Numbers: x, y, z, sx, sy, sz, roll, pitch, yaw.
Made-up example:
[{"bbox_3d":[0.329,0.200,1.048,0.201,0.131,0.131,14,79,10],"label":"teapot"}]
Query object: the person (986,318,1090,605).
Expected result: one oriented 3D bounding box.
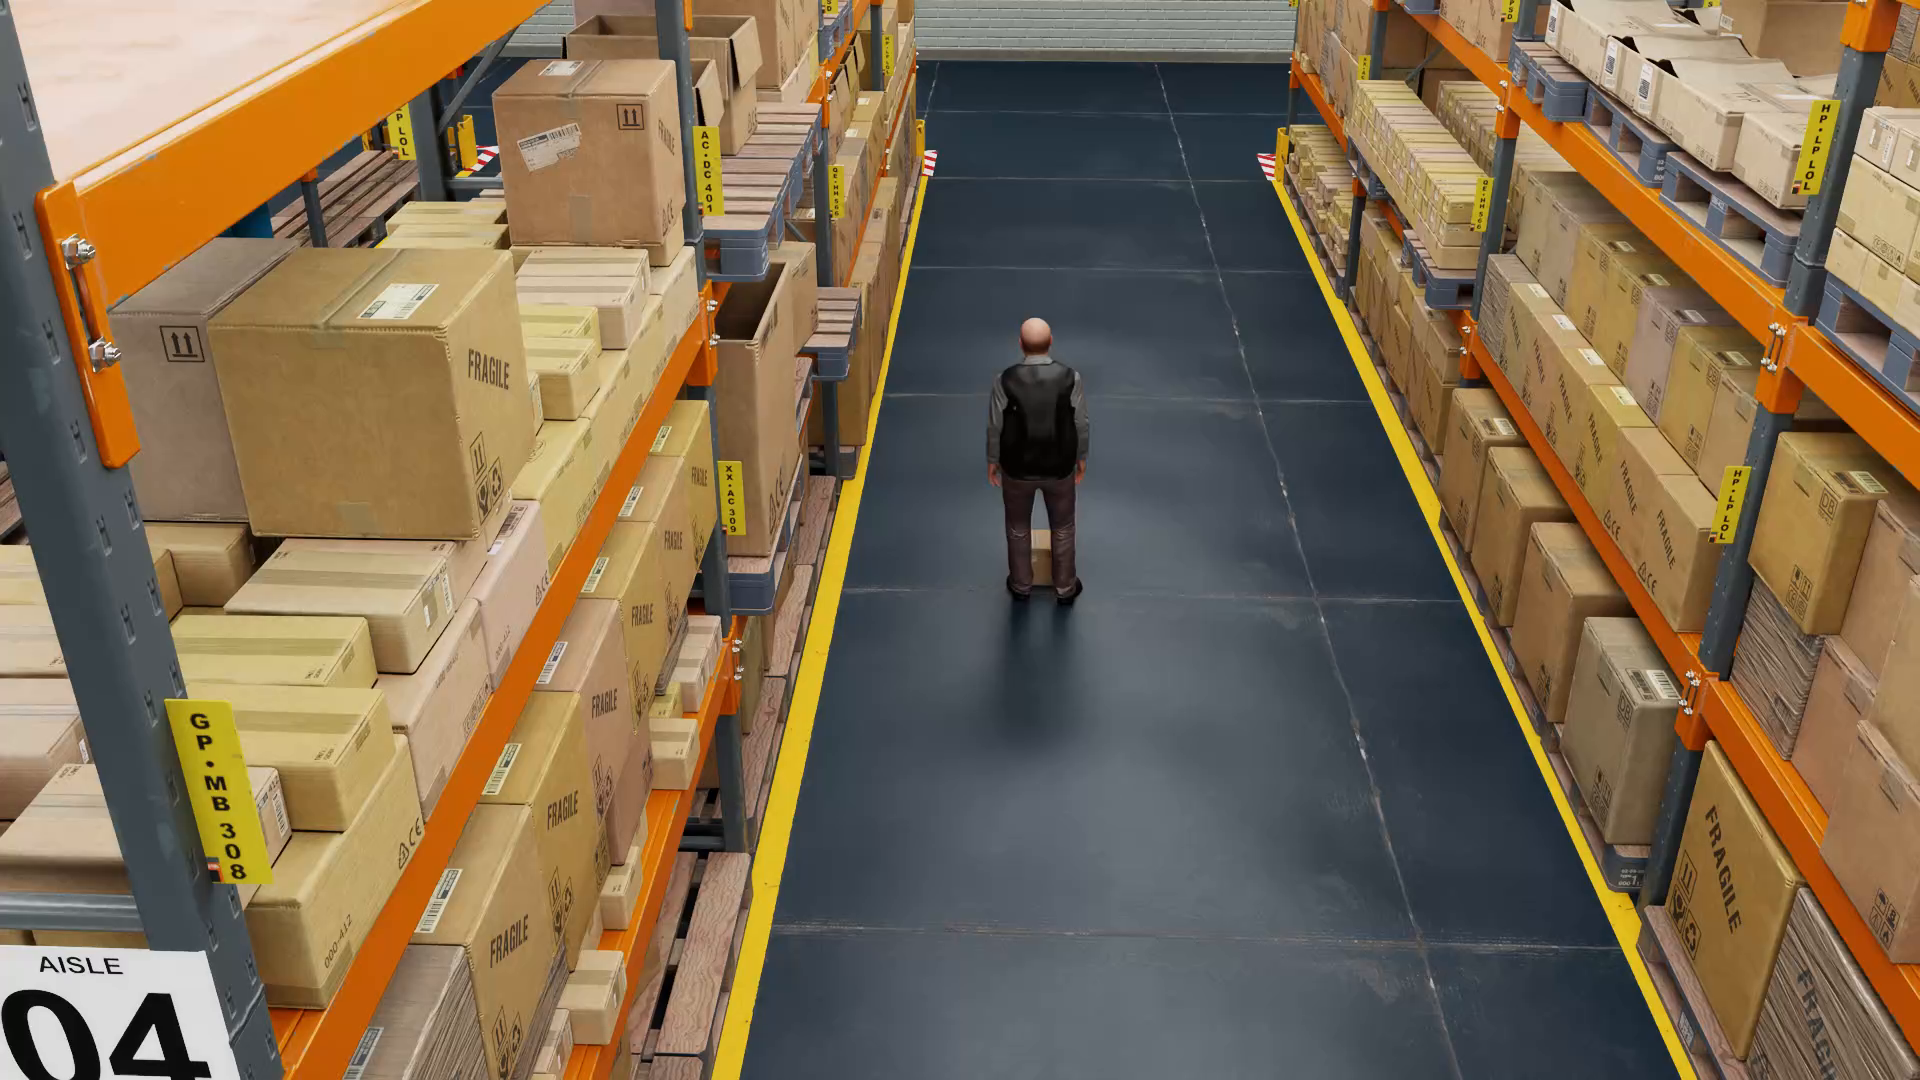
[{"bbox_3d":[0.439,-0.381,9.481,0.591,1.616,0.473,-1,28,-1],"label":"person"}]
